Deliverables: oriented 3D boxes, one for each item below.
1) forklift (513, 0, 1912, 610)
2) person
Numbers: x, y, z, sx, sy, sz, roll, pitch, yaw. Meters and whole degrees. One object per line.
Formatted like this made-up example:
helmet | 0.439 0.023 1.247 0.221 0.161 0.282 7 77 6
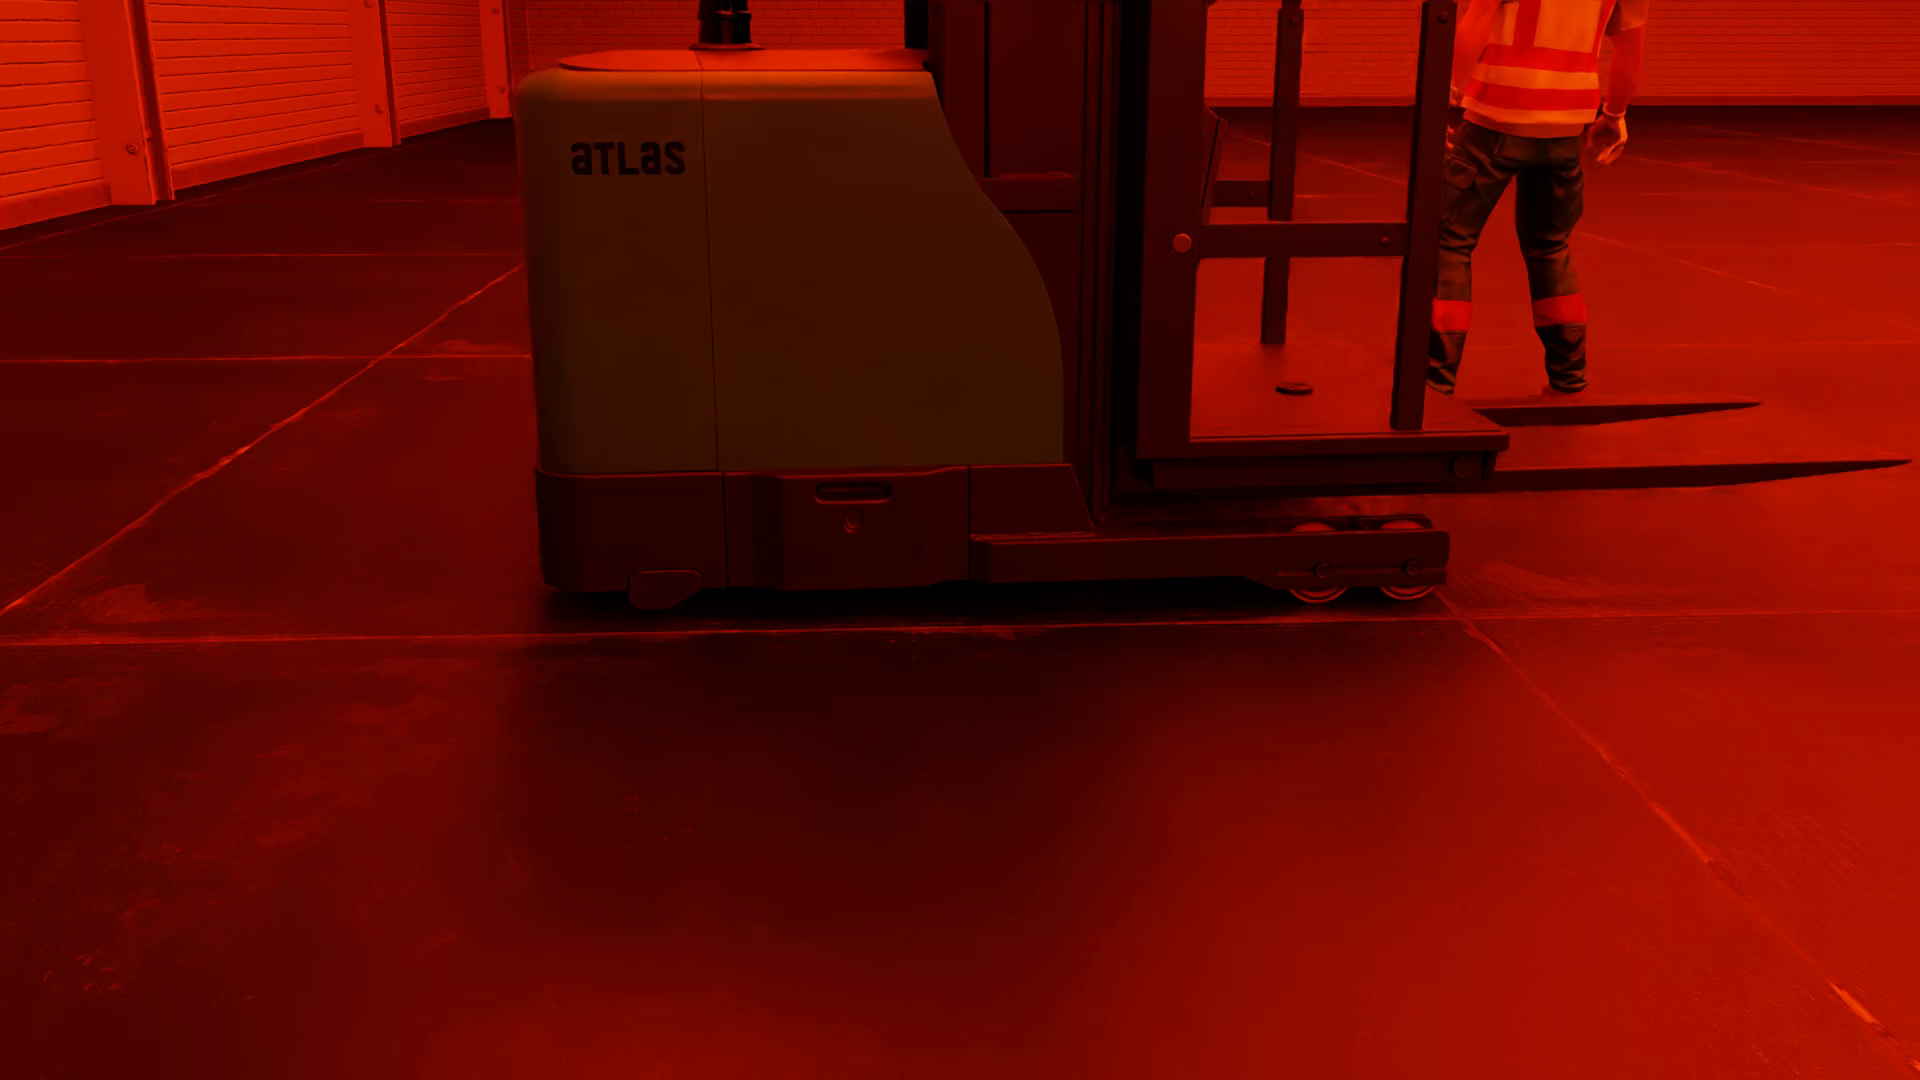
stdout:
forklift | 0.608 -1.422 3.556 3.031 2.935 1.130 -2 17 -5
person | 1.708 -1.257 5.048 0.892 1.743 0.412 -6 18 -18
